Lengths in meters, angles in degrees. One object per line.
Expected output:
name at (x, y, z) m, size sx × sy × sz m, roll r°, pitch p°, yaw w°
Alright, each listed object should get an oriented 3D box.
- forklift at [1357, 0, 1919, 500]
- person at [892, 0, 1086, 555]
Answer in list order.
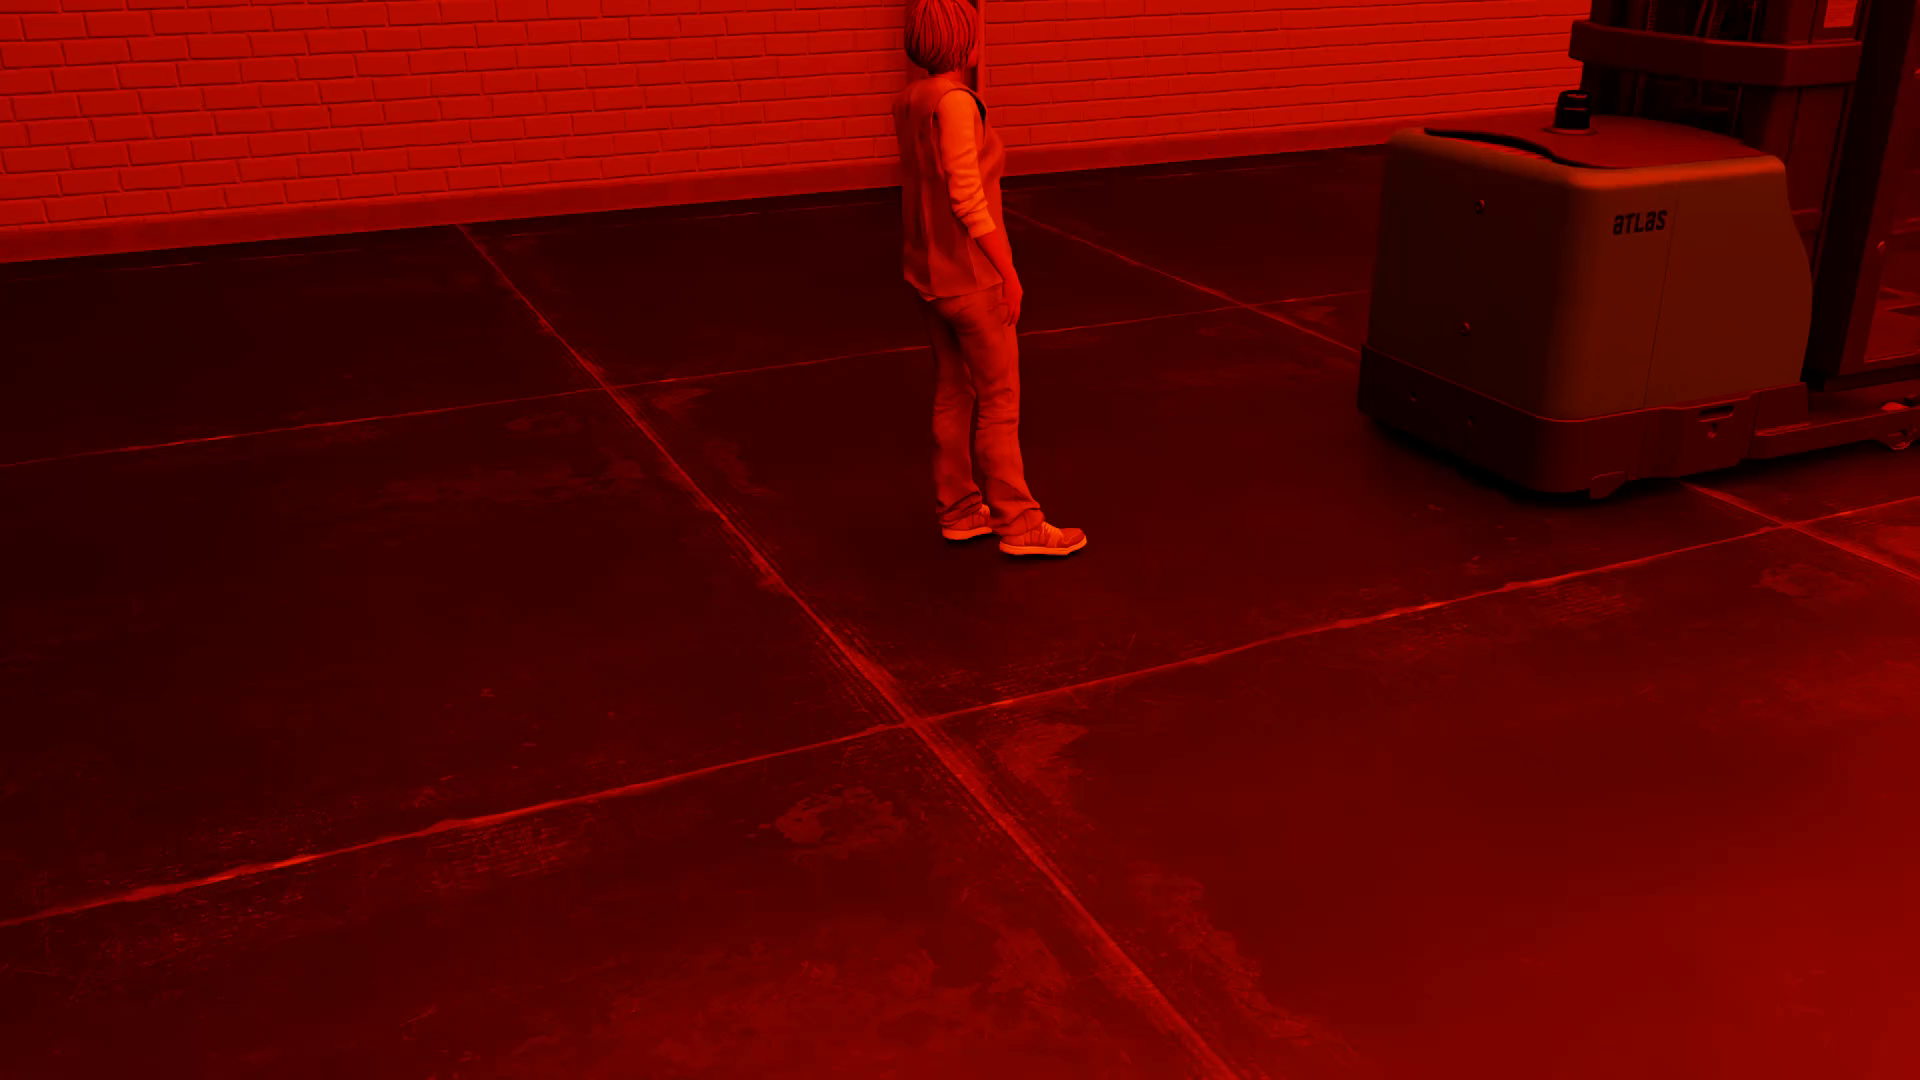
forklift at (3.014, -1.844, 5.725) m, size 3.031 × 2.935 × 1.130 m, roll -10°, pitch 24°, yaw -22°
person at (0.074, -0.752, 4.815) m, size 0.473 × 1.599 × 0.520 m, roll -10°, pitch 25°, yaw -23°
